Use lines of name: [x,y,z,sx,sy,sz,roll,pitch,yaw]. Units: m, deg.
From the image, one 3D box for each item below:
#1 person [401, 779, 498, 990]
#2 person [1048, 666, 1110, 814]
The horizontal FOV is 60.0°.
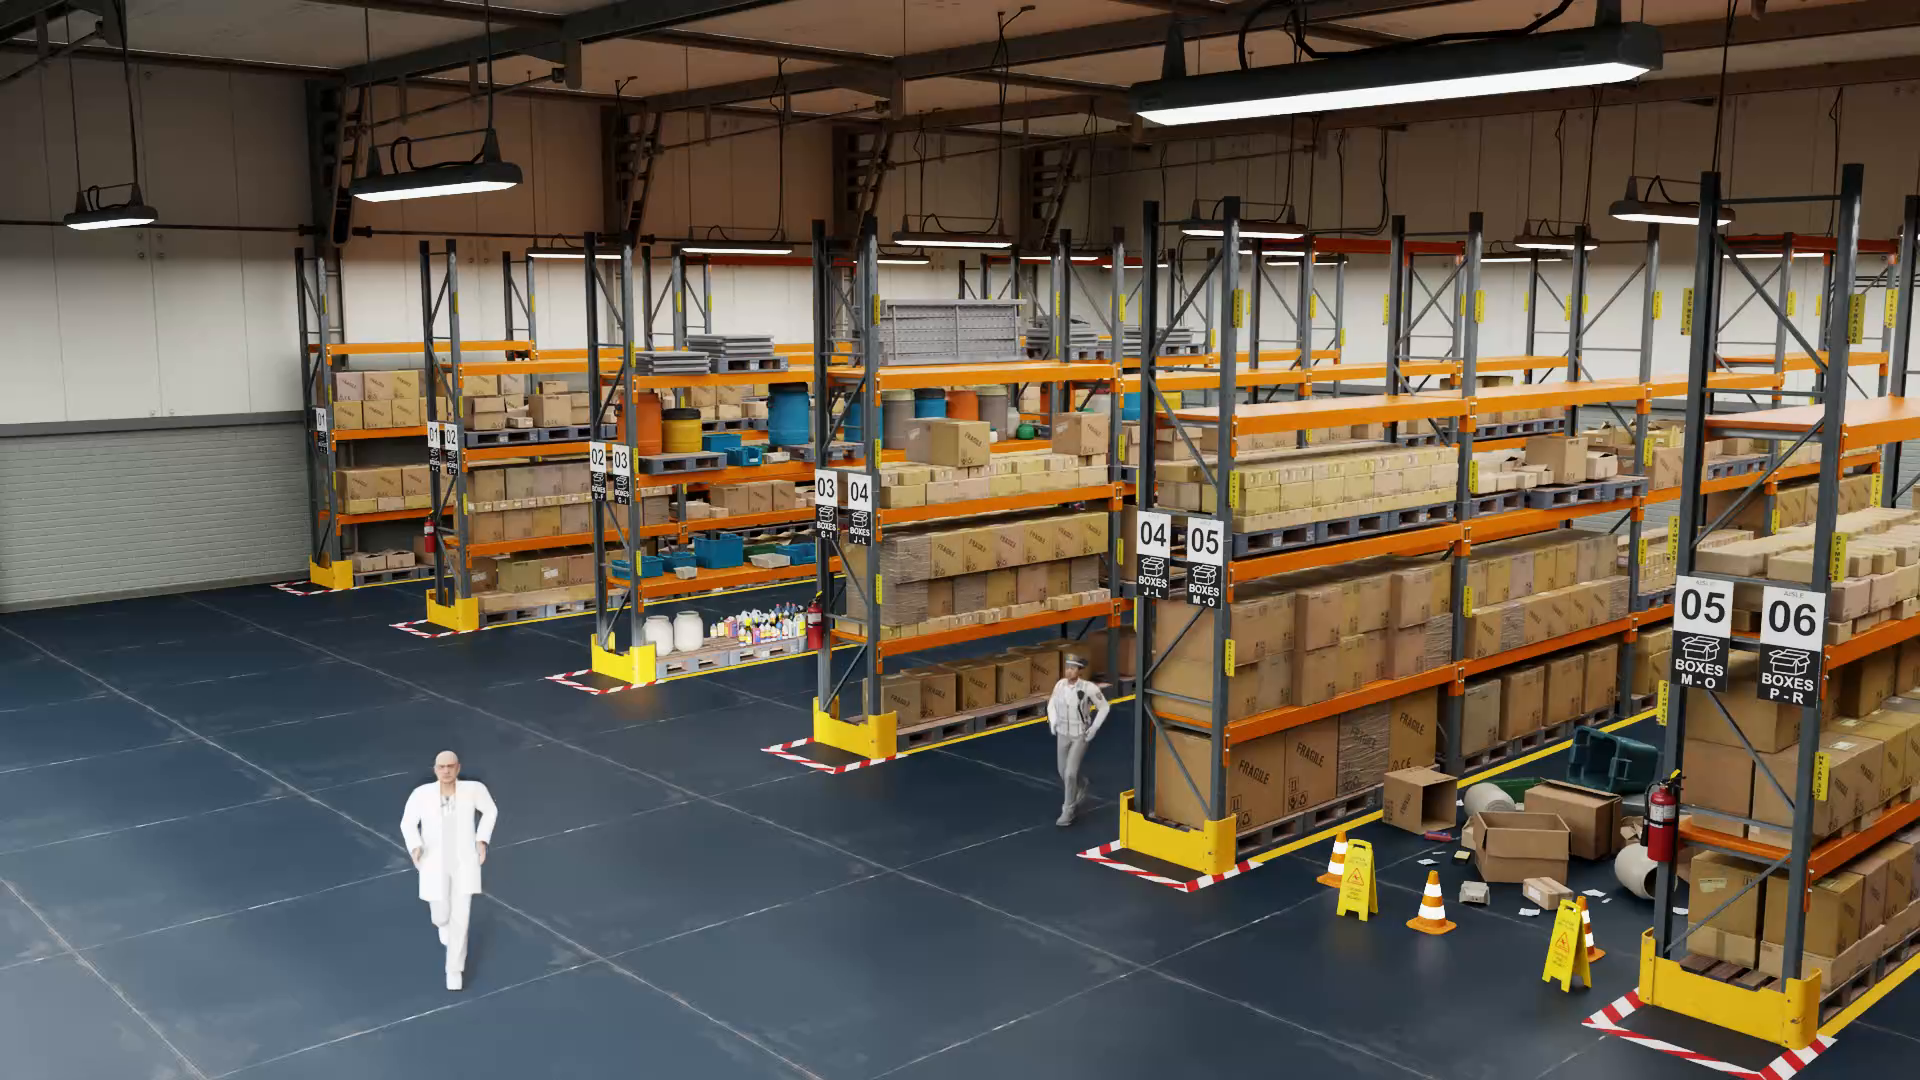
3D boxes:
person: [-3.890,2.565,12.729,0.711,1.548,0.877,-2,9,-15]
person: [1.166,1.918,16.517,0.642,1.571,0.628,5,10,31]
